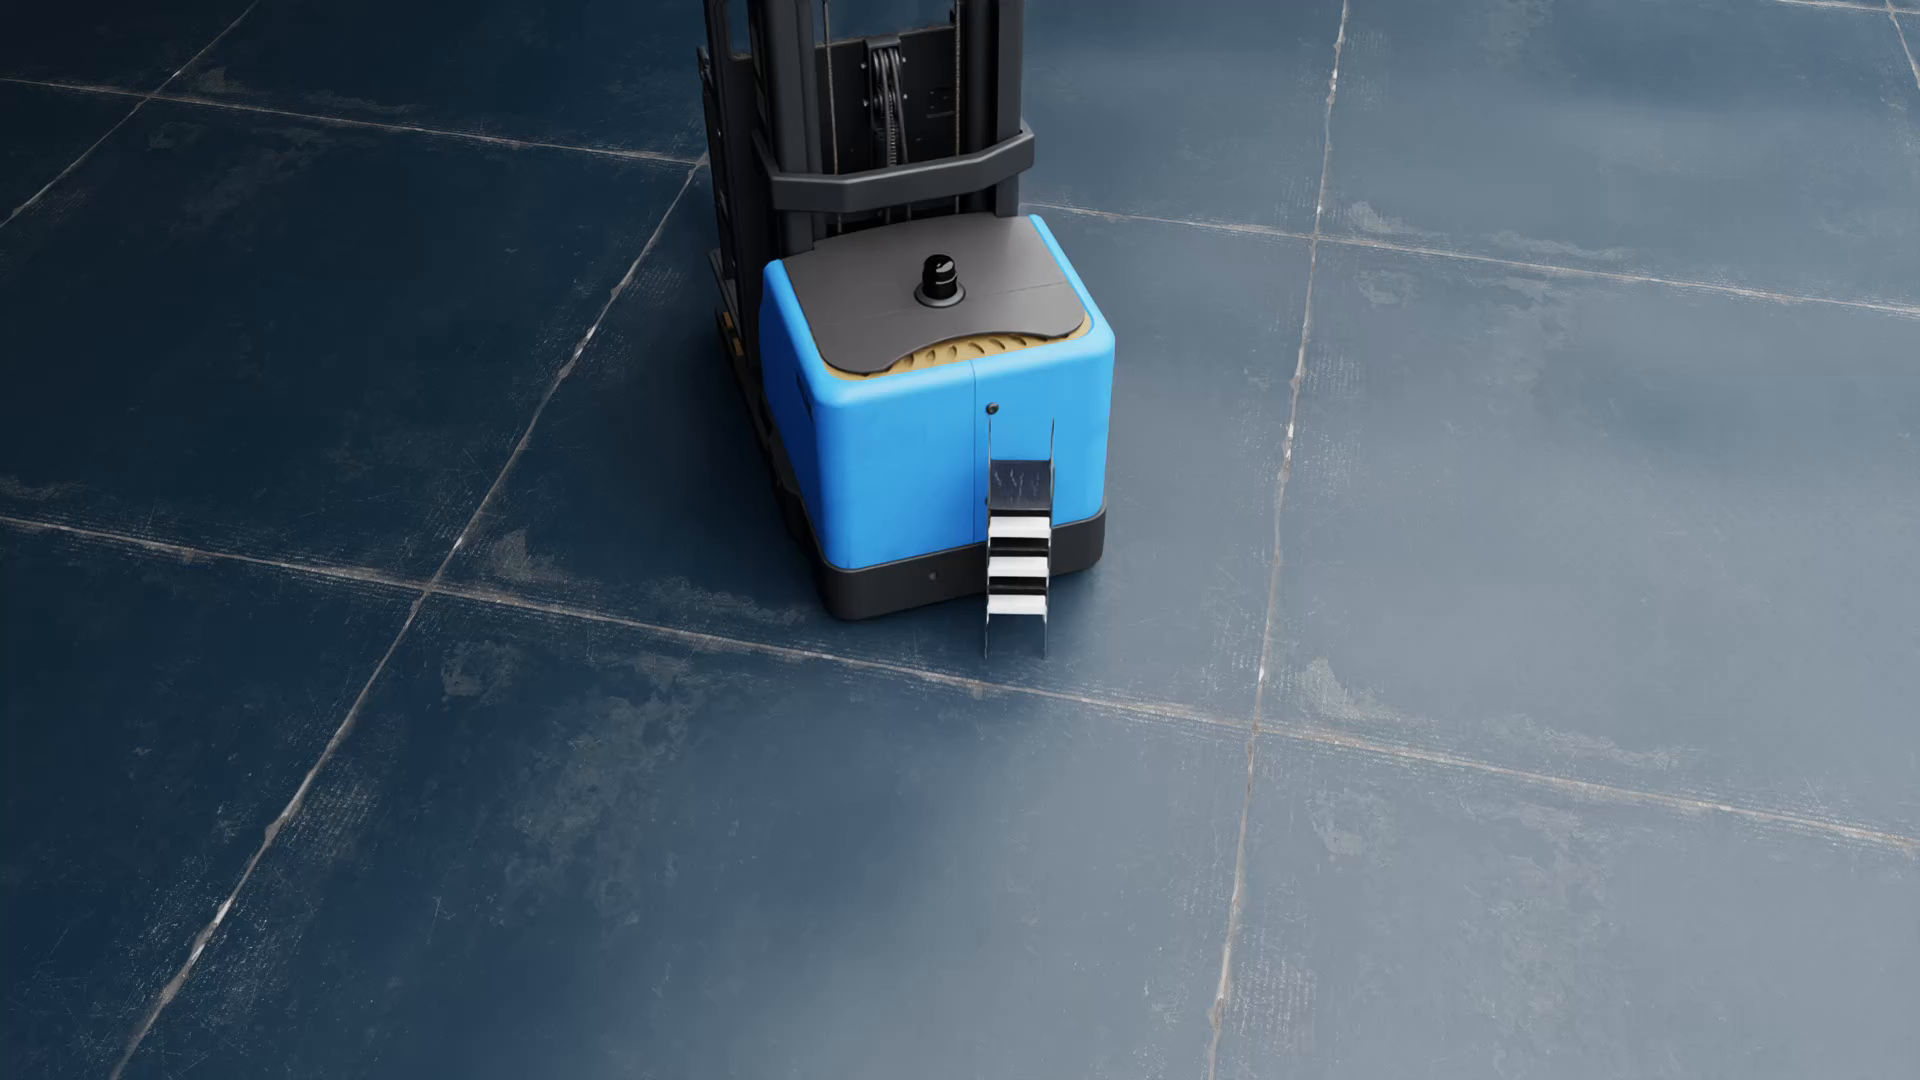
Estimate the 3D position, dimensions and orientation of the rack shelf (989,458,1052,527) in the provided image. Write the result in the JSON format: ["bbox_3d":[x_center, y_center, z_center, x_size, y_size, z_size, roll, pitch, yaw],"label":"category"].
[{"bbox_3d":[0.196,-0.157,5.423,0.200,0.077,0.258,1,44,1],"label":"rack shelf"}]

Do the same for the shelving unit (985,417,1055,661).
[{"bbox_3d":[0.196,0.014,5.587,0.210,0.900,0.258,1,44,1],"label":"shelving unit"}]

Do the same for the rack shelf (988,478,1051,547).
[{"bbox_3d":[0.196,-0.092,5.485,0.200,0.077,0.258,1,44,1],"label":"rack shelf"}]

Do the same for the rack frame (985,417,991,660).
[{"bbox_3d":[0.094,0.012,5.589,0.006,0.900,0.240,1,44,1],"label":"rack frame"}]

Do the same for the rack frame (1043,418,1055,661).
[{"bbox_3d":[0.297,0.015,5.585,0.006,0.900,0.240,1,44,1],"label":"rack frame"}]

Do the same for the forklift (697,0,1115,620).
[{"bbox_3d":[-0.402,-1.814,6.021,1.130,2.935,3.031,-12,45,-12],"label":"forklift"}]

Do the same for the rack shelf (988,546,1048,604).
[{"bbox_3d":[0.196,0.103,5.672,0.200,0.077,0.258,1,44,1],"label":"rack shelf"}]

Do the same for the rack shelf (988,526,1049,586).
[{"bbox_3d":[0.196,0.038,5.610,0.200,0.077,0.258,1,44,1],"label":"rack shelf"}]

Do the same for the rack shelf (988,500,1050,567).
[{"bbox_3d":[0.196,-0.027,5.548,0.200,0.077,0.258,1,44,1],"label":"rack shelf"}]

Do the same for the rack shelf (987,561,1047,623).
[{"bbox_3d":[0.196,0.167,5.735,0.200,0.077,0.258,1,44,1],"label":"rack shelf"}]
